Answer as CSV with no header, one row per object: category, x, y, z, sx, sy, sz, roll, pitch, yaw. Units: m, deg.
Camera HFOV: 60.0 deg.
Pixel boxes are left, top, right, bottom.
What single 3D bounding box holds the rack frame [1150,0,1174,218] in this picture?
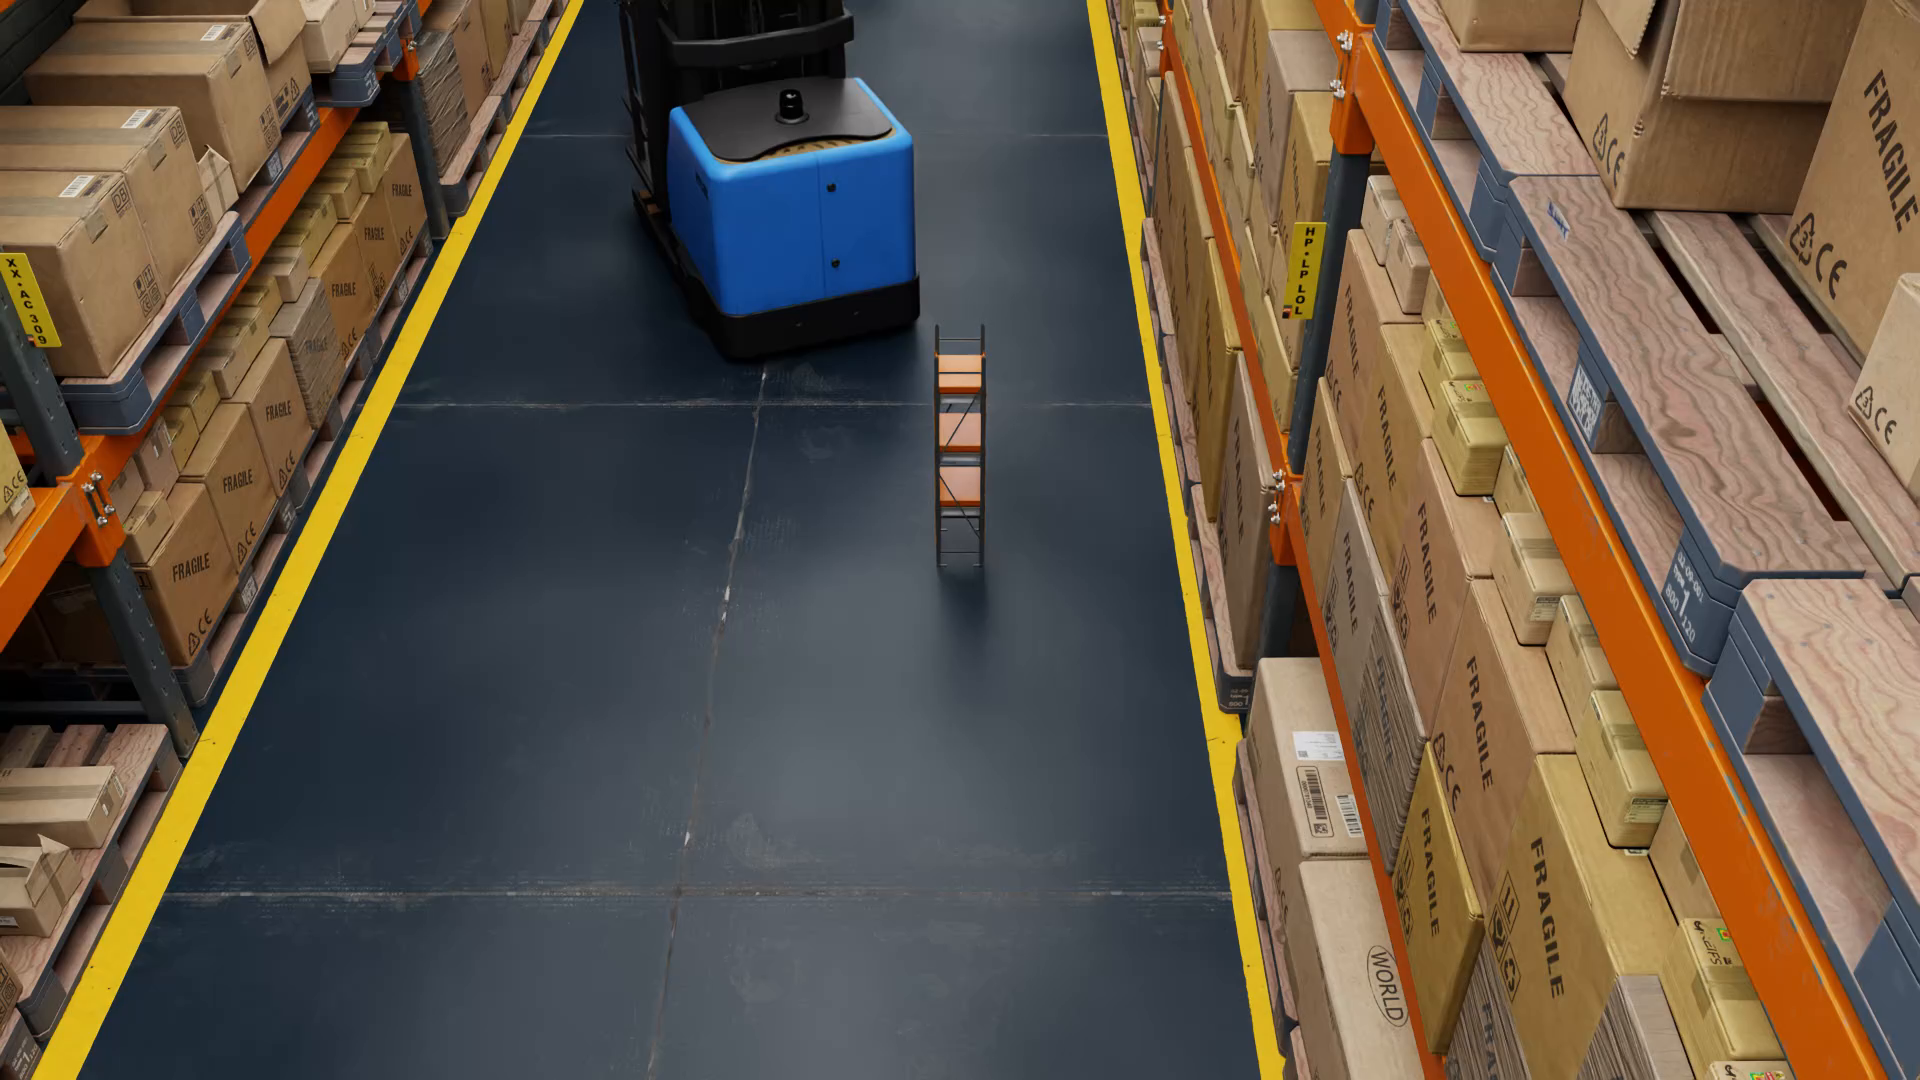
rack frame,1.574,-2.893,8.461,1.000,3.000,0.127,0,39,0

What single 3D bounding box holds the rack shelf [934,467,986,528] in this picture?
rack shelf,0.000,-0.151,7.060,0.215,0.259,0.240,0,39,0

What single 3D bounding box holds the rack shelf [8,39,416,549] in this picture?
rack shelf,-3.388,-1.355,7.118,1.077,0.370,4.000,0,39,0

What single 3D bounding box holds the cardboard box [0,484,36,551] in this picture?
cardboard box,-3.133,-0.088,5.162,0.380,0.149,0.250,0,39,1

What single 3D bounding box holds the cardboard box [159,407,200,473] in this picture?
cardboard box,-3.209,-0.385,6.476,0.380,0.149,0.250,-2,39,-2

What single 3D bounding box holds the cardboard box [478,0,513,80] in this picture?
cardboard box,-3.387,-3.344,10.587,0.875,0.625,0.625,-2,39,-2

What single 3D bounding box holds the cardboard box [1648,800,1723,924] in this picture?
cardboard box,1.385,0.562,2.752,0.380,0.149,0.250,0,39,0

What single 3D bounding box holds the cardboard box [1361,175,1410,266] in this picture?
cardboard box,1.319,-0.876,4.546,0.380,0.149,0.250,-1,39,-1

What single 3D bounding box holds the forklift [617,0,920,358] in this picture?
forklift,-1.231,-2.970,8.613,1.130,2.935,3.031,-14,41,-17

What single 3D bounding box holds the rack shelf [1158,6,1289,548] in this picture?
rack shelf,1.576,-1.361,7.125,1.077,0.370,4.000,0,39,0

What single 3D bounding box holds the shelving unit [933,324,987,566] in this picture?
shelving unit,0.000,-0.376,6.880,0.215,1.050,0.252,0,39,0

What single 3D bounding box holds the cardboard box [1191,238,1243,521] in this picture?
cardboard box,1.489,-0.679,7.061,0.875,0.875,0.875,1,39,1

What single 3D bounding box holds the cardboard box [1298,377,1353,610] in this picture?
cardboard box,1.317,-0.137,4.942,0.500,0.500,0.500,1,39,1

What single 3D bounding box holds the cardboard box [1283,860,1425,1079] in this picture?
cardboard box,1.473,1.397,4.821,0.875,0.438,0.875,-1,39,-1

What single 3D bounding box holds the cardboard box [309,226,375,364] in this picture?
cardboard box,-3.181,-1.171,7.975,0.500,0.500,0.500,2,39,2

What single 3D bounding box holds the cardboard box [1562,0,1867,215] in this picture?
cardboard box,1.612,-0.962,3.154,0.797,0.503,0.637,3,39,3

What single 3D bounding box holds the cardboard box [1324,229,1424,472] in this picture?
cardboard box,1.337,-0.523,4.624,0.500,0.500,0.500,0,39,0

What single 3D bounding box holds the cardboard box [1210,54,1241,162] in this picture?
cardboard box,1.302,-1.760,6.768,0.500,0.250,0.500,1,39,1

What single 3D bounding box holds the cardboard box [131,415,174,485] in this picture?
cardboard box,-3.168,-0.330,6.170,0.380,0.149,0.250,-2,39,-2

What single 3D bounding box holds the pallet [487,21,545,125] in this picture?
pallet,-3.351,-3.075,10.918,1.003,0.211,1.213,0,39,0

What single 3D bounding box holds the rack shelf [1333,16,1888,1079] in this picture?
rack shelf,1.580,-0.030,3.066,1.077,0.370,4.000,0,39,0

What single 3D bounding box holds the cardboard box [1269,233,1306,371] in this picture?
cardboard box,1.335,-0.803,5.574,0.500,0.250,0.500,0,39,0

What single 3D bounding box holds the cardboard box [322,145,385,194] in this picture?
cardboard box,-3.105,-1.849,8.303,0.380,0.149,0.250,-2,39,-2

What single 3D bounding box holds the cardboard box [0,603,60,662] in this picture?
cardboard box,-3.682,0.119,6.366,0.500,0.500,0.500,0,39,0

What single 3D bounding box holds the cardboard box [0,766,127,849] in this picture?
cardboard box,-3.091,0.911,5.658,0.380,0.149,0.250,-1,39,-1

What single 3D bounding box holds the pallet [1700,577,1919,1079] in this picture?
pallet,1.571,0.510,1.887,1.003,0.211,1.213,0,39,0

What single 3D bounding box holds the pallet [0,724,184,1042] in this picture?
pallet,-3.386,1.132,5.668,1.003,0.211,1.213,0,39,0

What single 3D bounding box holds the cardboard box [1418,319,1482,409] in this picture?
cardboard box,1.317,-0.400,3.953,0.380,0.149,0.250,0,39,0

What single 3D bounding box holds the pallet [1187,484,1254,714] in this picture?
pallet,1.502,0.214,6.814,1.003,0.211,1.213,0,39,0

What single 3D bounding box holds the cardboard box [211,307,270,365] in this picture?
cardboard box,-3.184,-0.868,7.079,0.380,0.149,0.250,1,39,2

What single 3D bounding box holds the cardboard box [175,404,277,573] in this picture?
cardboard box,-3.171,-0.210,6.776,0.500,0.500,0.500,-1,39,-1

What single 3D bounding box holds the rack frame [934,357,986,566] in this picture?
rack frame,0.000,-0.300,6.785,0.200,1.050,0.008,0,39,0

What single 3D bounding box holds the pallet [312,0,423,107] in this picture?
pallet,-3.319,-2.388,7.985,1.213,0.211,1.003,0,39,0

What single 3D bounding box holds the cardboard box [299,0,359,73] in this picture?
cardboard box,-3.065,-2.333,7.546,0.500,0.250,0.500,-2,39,-2

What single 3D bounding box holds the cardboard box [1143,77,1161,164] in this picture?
cardboard box,1.583,-2.385,9.592,0.950,0.372,0.625,-2,39,-3

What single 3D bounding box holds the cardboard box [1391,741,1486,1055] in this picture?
cardboard box,1.308,0.811,3.759,0.500,0.500,0.500,1,39,1

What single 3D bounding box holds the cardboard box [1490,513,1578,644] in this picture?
cardboard box,1.302,0.076,3.358,0.380,0.149,0.250,0,39,0

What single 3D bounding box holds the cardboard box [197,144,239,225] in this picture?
cardboard box,-3.003,-1.366,6.328,0.396,0.266,0.258,2,39,2

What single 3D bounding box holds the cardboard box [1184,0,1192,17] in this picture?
cardboard box,1.327,-2.712,7.956,0.500,0.250,0.500,0,39,0

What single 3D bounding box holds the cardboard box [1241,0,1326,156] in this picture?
cardboard box,1.338,-1.740,6.144,0.500,0.500,0.500,1,39,1

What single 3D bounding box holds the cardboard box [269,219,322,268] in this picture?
cardboard box,-3.193,-1.363,7.697,0.380,0.149,0.250,-1,39,-1

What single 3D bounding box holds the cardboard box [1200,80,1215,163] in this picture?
cardboard box,1.336,-1.879,7.316,0.500,0.250,0.500,1,39,1

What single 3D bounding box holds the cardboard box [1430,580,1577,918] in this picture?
cardboard box,1.318,0.429,3.437,0.500,0.500,0.500,0,39,0

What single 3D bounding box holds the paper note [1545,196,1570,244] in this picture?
paper note,0.998,-0.539,2.786,0.006,0.032,0.123,0,39,0

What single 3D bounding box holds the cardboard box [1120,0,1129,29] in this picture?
cardboard box,1.576,-3.755,11.303,0.950,0.372,0.625,2,39,3

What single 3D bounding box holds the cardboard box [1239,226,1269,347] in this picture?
cardboard box,1.326,-0.932,6.134,0.500,0.250,0.500,-1,39,-1

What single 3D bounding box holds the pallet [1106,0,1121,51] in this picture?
pallet,1.571,-3.819,11.847,1.003,0.211,1.213,0,39,0

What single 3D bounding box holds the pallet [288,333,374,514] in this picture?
pallet,-3.429,-0.571,7.793,1.003,0.211,1.213,0,39,0
